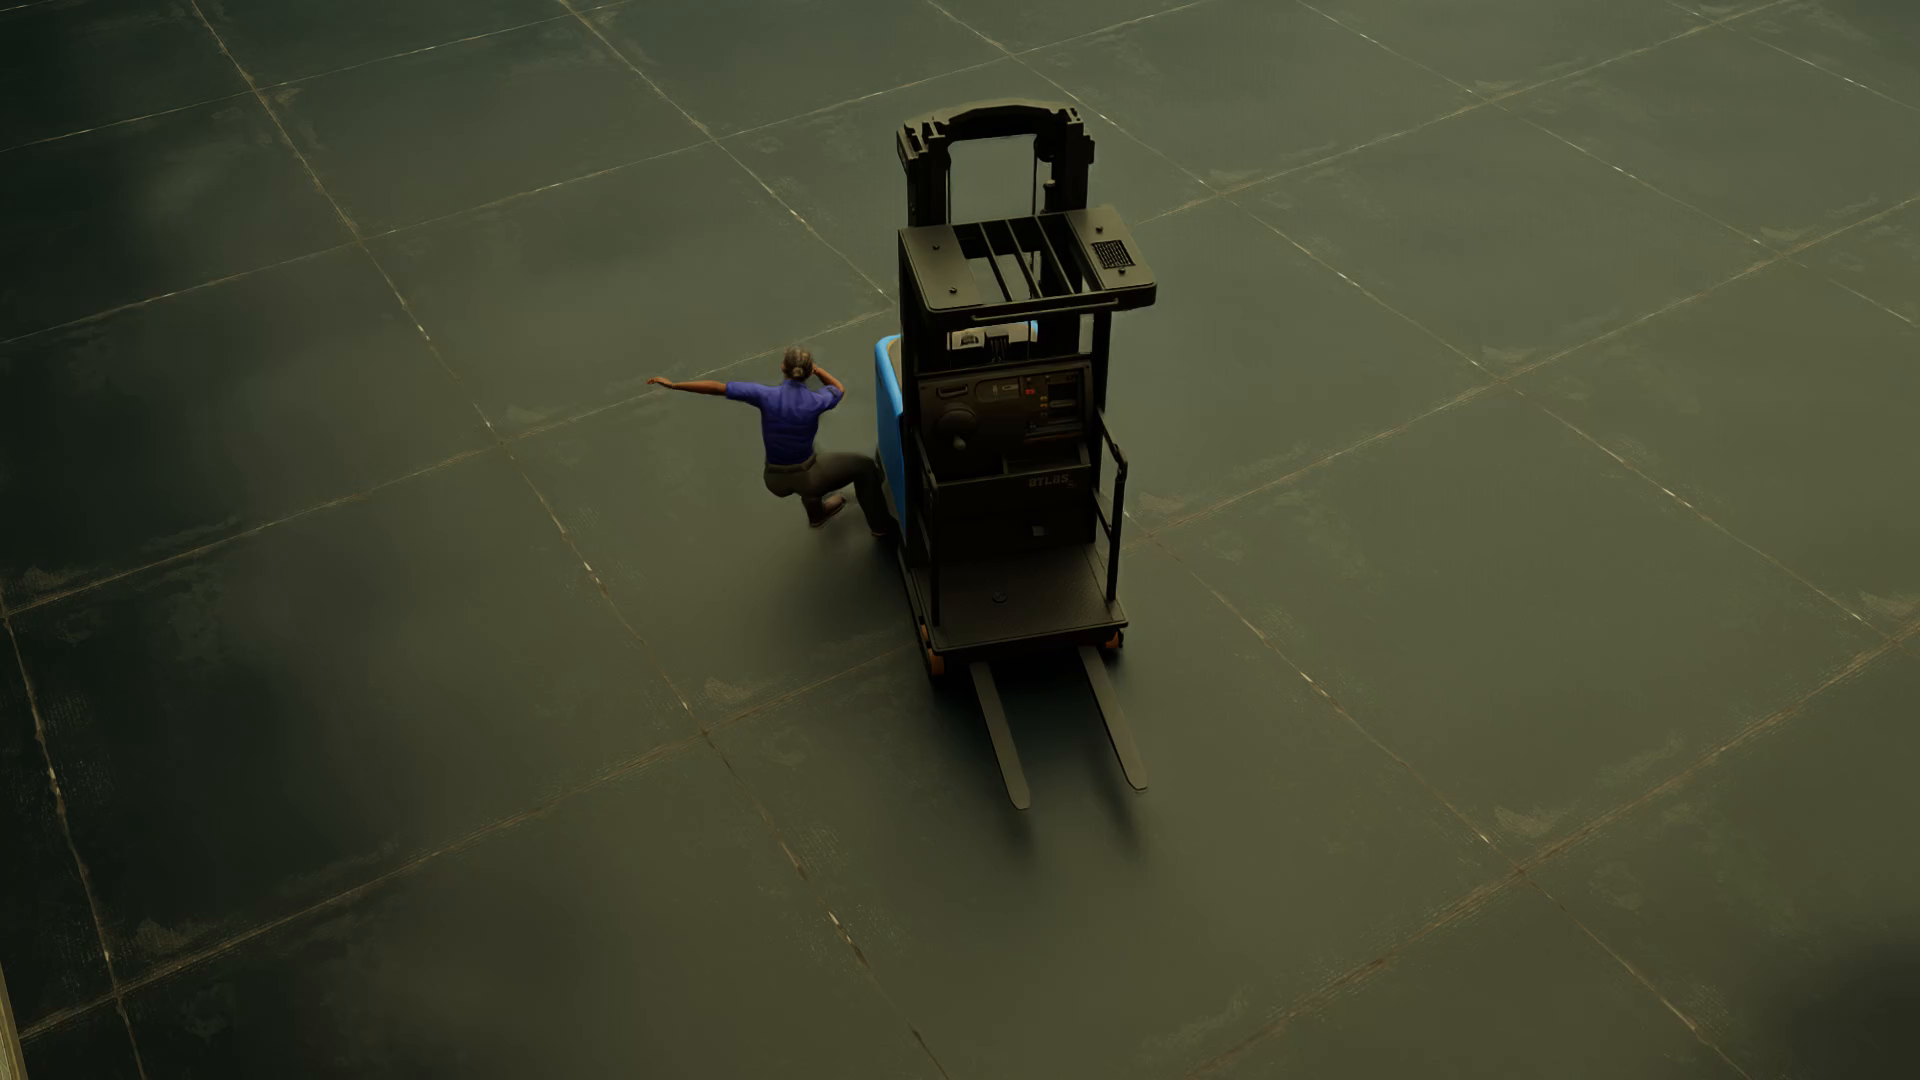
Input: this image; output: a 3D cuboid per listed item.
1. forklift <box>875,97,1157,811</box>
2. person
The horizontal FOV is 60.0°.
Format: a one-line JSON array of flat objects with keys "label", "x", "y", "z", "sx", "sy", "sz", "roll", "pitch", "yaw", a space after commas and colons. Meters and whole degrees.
[{"label": "forklift", "x": 0.292, "y": -0.618, "z": 8.579, "sx": 1.130, "sy": 2.935, "sz": 3.031, "roll": -8, "pitch": 42, "yaw": -9}, {"label": "person", "x": -1.036, "y": -0.550, "z": 9.696, "sx": 1.410, "sy": 1.353, "sz": 0.678, "roll": 6, "pitch": 41, "yaw": 7}]
